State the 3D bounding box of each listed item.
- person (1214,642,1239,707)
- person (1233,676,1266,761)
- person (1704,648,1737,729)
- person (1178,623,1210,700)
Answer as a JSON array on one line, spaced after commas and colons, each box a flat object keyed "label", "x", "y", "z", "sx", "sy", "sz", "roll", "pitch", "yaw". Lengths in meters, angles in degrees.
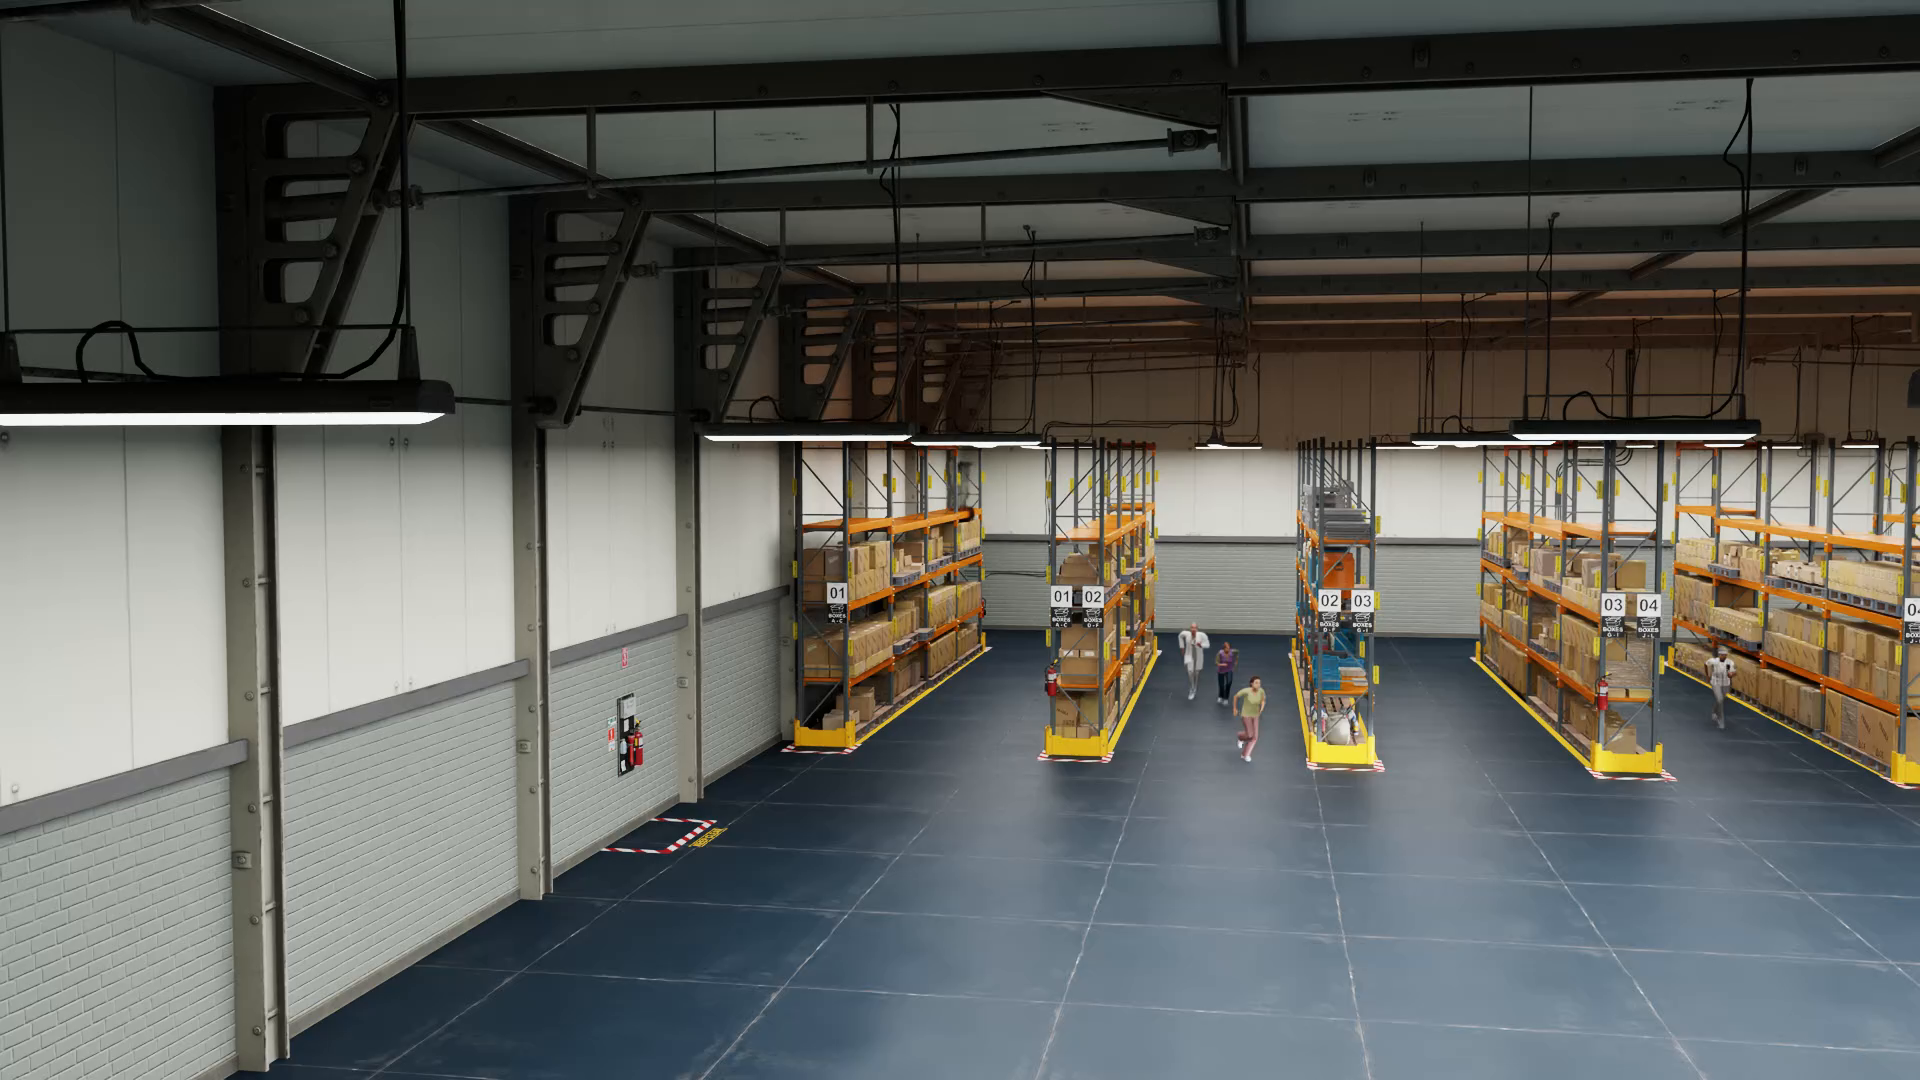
[{"label": "person", "x": 5.988, "y": 3.015, "z": 37.432, "sx": 0.578, "sy": 1.498, "sz": 0.904, "roll": 0, "pitch": 3, "yaw": 0}, {"label": "person", "x": 5.386, "y": 3.305, "z": 30.915, "sx": 0.572, "sy": 1.599, "sz": 0.690, "roll": -1, "pitch": 3, "yaw": -22}, {"label": "person", "x": 15.893, "y": 3.065, "z": 34.797, "sx": 0.576, "sy": 1.699, "sz": 0.946, "roll": 0, "pitch": 3, "yaw": 7}, {"label": "person", "x": 5.461, "y": 2.803, "z": 38.860, "sx": 0.696, "sy": 1.791, "sz": 1.032, "roll": 0, "pitch": 3, "yaw": 3}]
